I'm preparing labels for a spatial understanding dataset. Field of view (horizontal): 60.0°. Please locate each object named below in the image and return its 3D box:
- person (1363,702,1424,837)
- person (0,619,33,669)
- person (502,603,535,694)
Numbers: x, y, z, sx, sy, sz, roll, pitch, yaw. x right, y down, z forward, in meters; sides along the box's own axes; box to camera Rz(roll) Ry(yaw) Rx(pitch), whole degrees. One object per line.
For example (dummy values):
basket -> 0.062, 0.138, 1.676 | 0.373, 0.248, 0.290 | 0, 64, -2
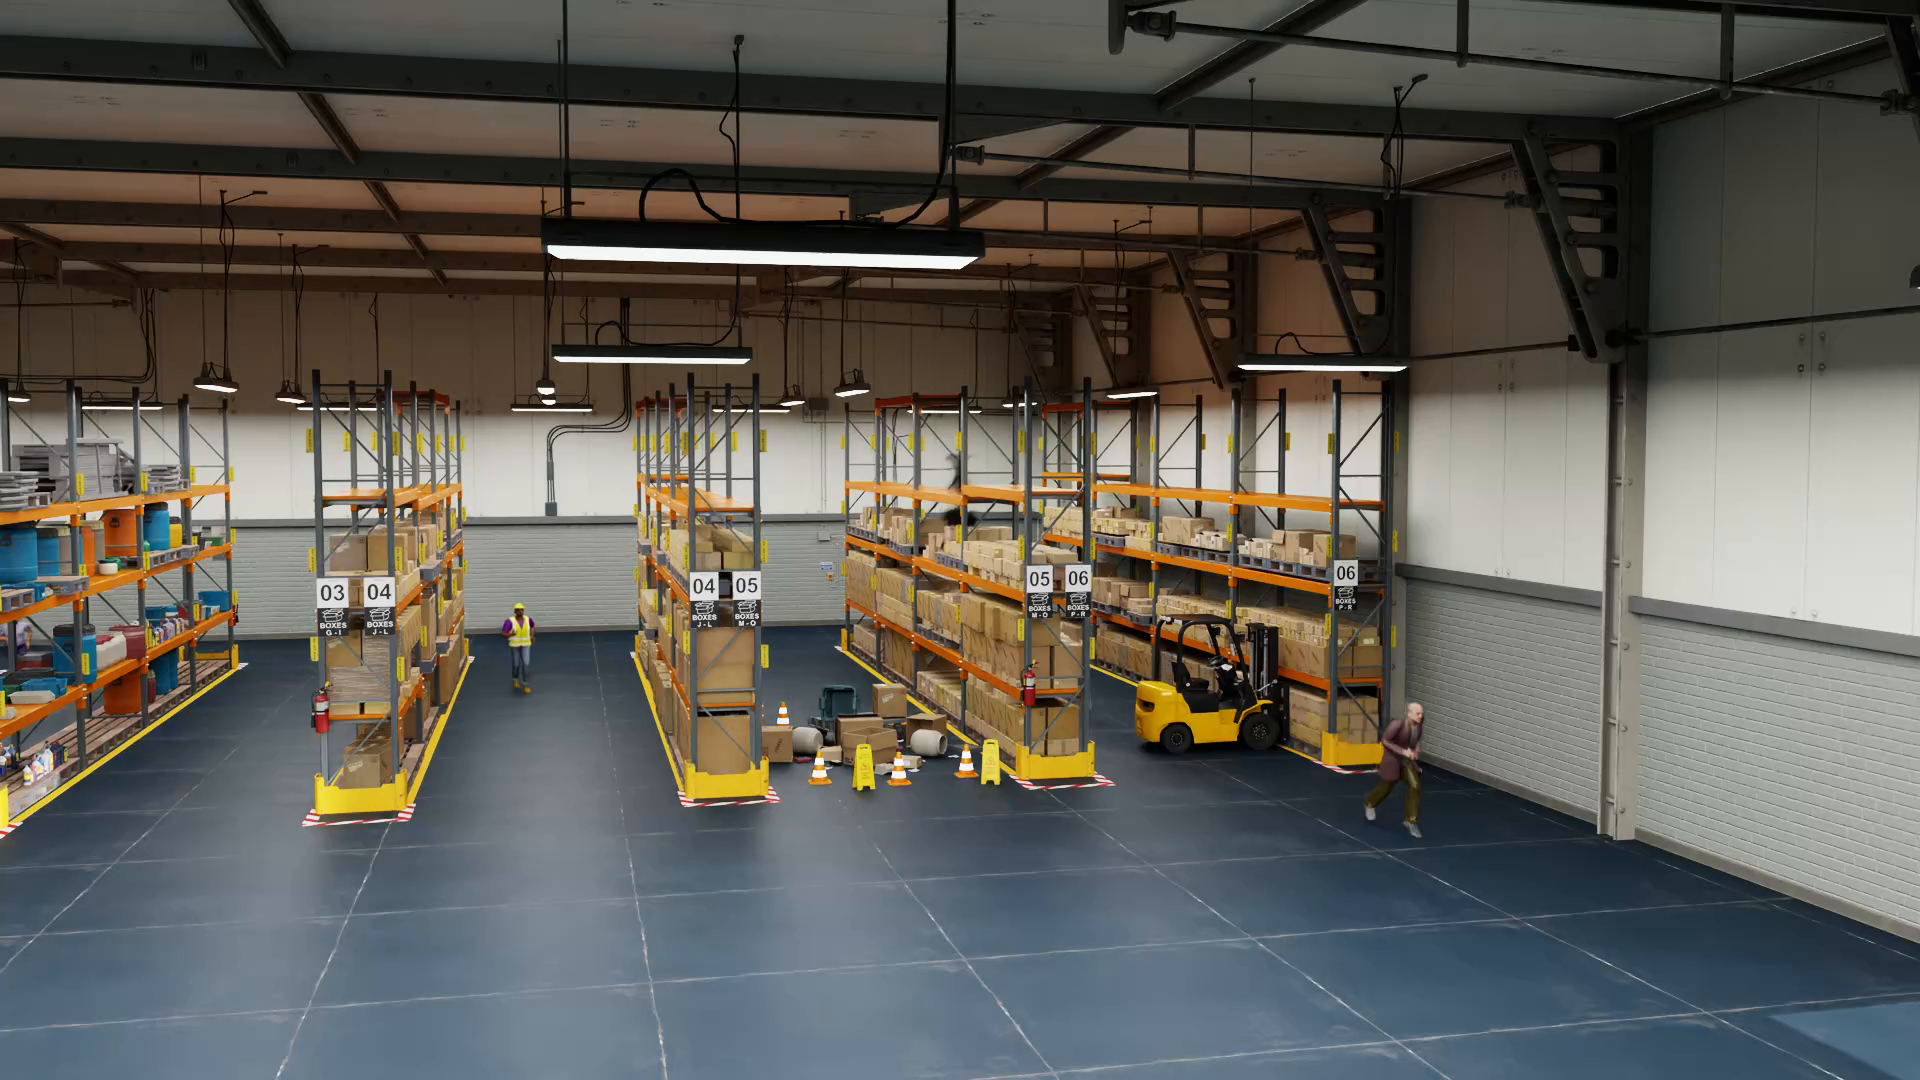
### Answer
person -> 5.642, 2.928, 21.638 | 0.755, 1.743, 1.071 | -2, 4, -30
person -> -18.897, 2.252, 33.224 | 0.576, 1.683, 0.858 | -1, 3, -19
person -> -8.866, 2.162, 33.474 | 0.689, 1.788, 0.912 | -1, 4, -23
